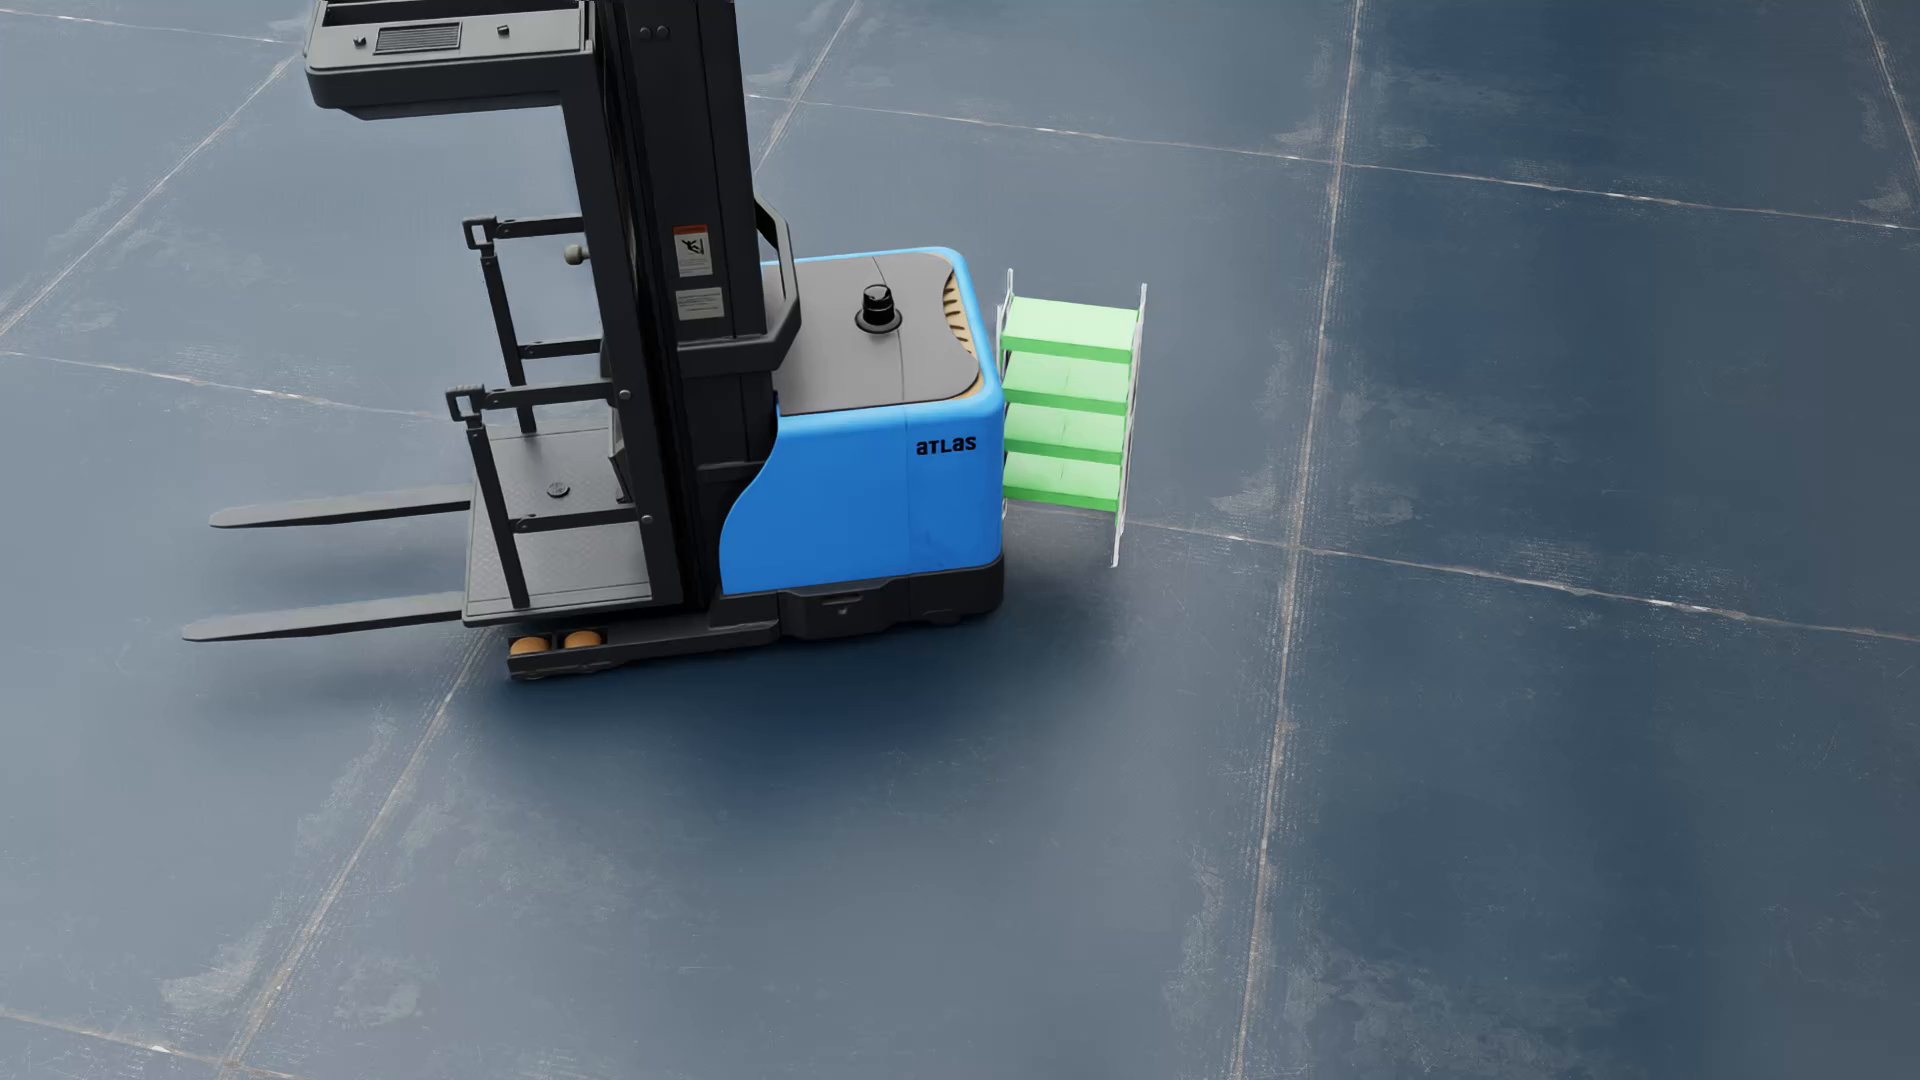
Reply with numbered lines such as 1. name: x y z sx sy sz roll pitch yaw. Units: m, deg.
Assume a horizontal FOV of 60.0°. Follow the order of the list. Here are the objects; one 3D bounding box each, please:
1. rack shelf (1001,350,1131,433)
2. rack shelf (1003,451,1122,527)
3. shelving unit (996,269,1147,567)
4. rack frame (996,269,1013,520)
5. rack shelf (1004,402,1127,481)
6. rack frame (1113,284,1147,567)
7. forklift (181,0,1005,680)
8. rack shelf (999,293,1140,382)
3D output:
1. rack shelf: 0.401 -0.566 6.219 0.480 0.148 0.258 8 44 8
2. rack shelf: 0.401 -0.220 6.552 0.480 0.148 0.258 8 44 8
3. shelving unit: 0.401 -0.439 6.341 0.503 1.200 0.258 8 44 8
4. rack frame: 0.162 -0.471 6.375 0.015 1.200 0.240 8 44 8
5. rack shelf: 0.401 -0.393 6.385 0.480 0.148 0.258 8 44 8
6. rack frame: 0.641 -0.407 6.307 0.015 1.200 0.240 8 44 8
7. forklift: -1.394 -0.931 5.603 3.031 2.935 1.130 -6 44 -7
8. rack shelf: 0.401 -0.739 6.052 0.480 0.148 0.258 8 44 8
